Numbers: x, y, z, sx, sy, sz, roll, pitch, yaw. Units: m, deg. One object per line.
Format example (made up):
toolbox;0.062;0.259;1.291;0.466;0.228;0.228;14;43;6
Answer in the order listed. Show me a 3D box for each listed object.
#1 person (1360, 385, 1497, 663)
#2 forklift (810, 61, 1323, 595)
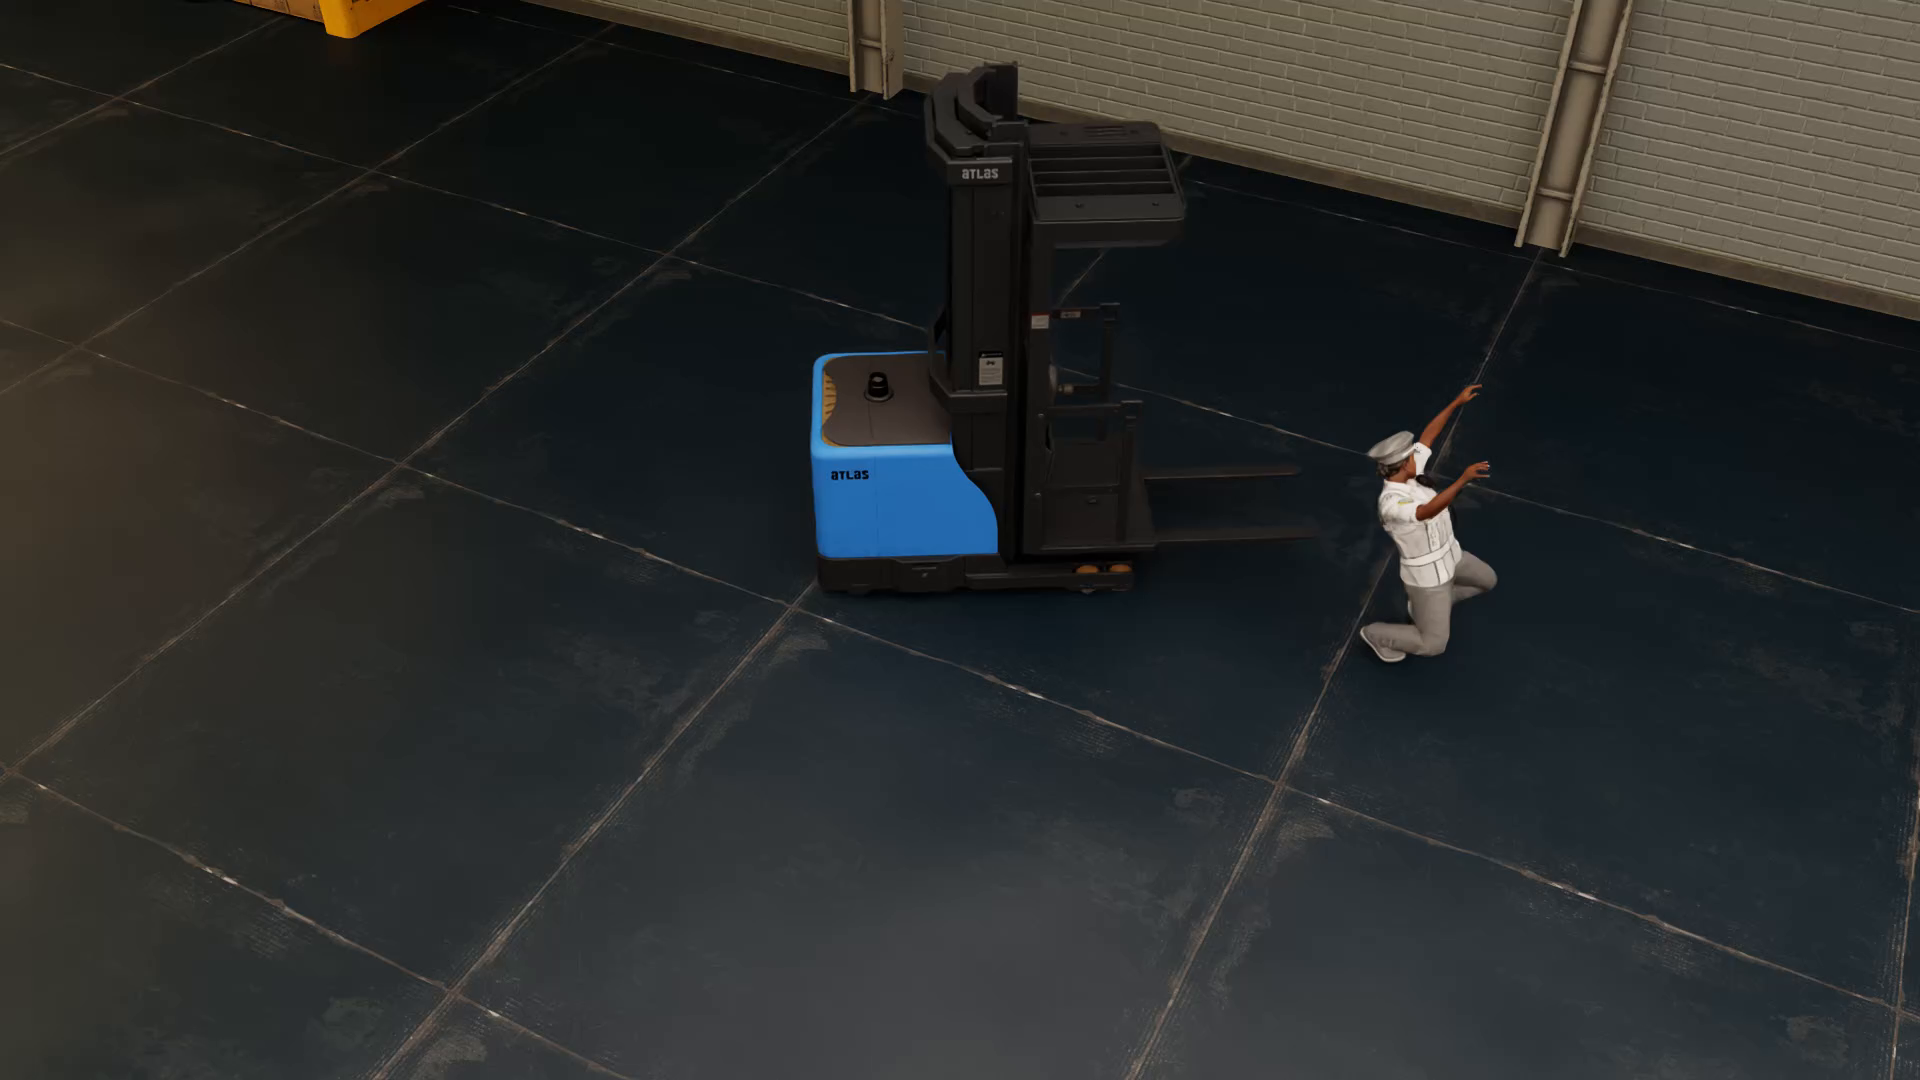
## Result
person;2.572;-0.042;9.104;0.795;1.589;0.932;19;44;22
forklift;0.645;-1.150;9.351;3.031;2.935;1.130;-2;40;-2
